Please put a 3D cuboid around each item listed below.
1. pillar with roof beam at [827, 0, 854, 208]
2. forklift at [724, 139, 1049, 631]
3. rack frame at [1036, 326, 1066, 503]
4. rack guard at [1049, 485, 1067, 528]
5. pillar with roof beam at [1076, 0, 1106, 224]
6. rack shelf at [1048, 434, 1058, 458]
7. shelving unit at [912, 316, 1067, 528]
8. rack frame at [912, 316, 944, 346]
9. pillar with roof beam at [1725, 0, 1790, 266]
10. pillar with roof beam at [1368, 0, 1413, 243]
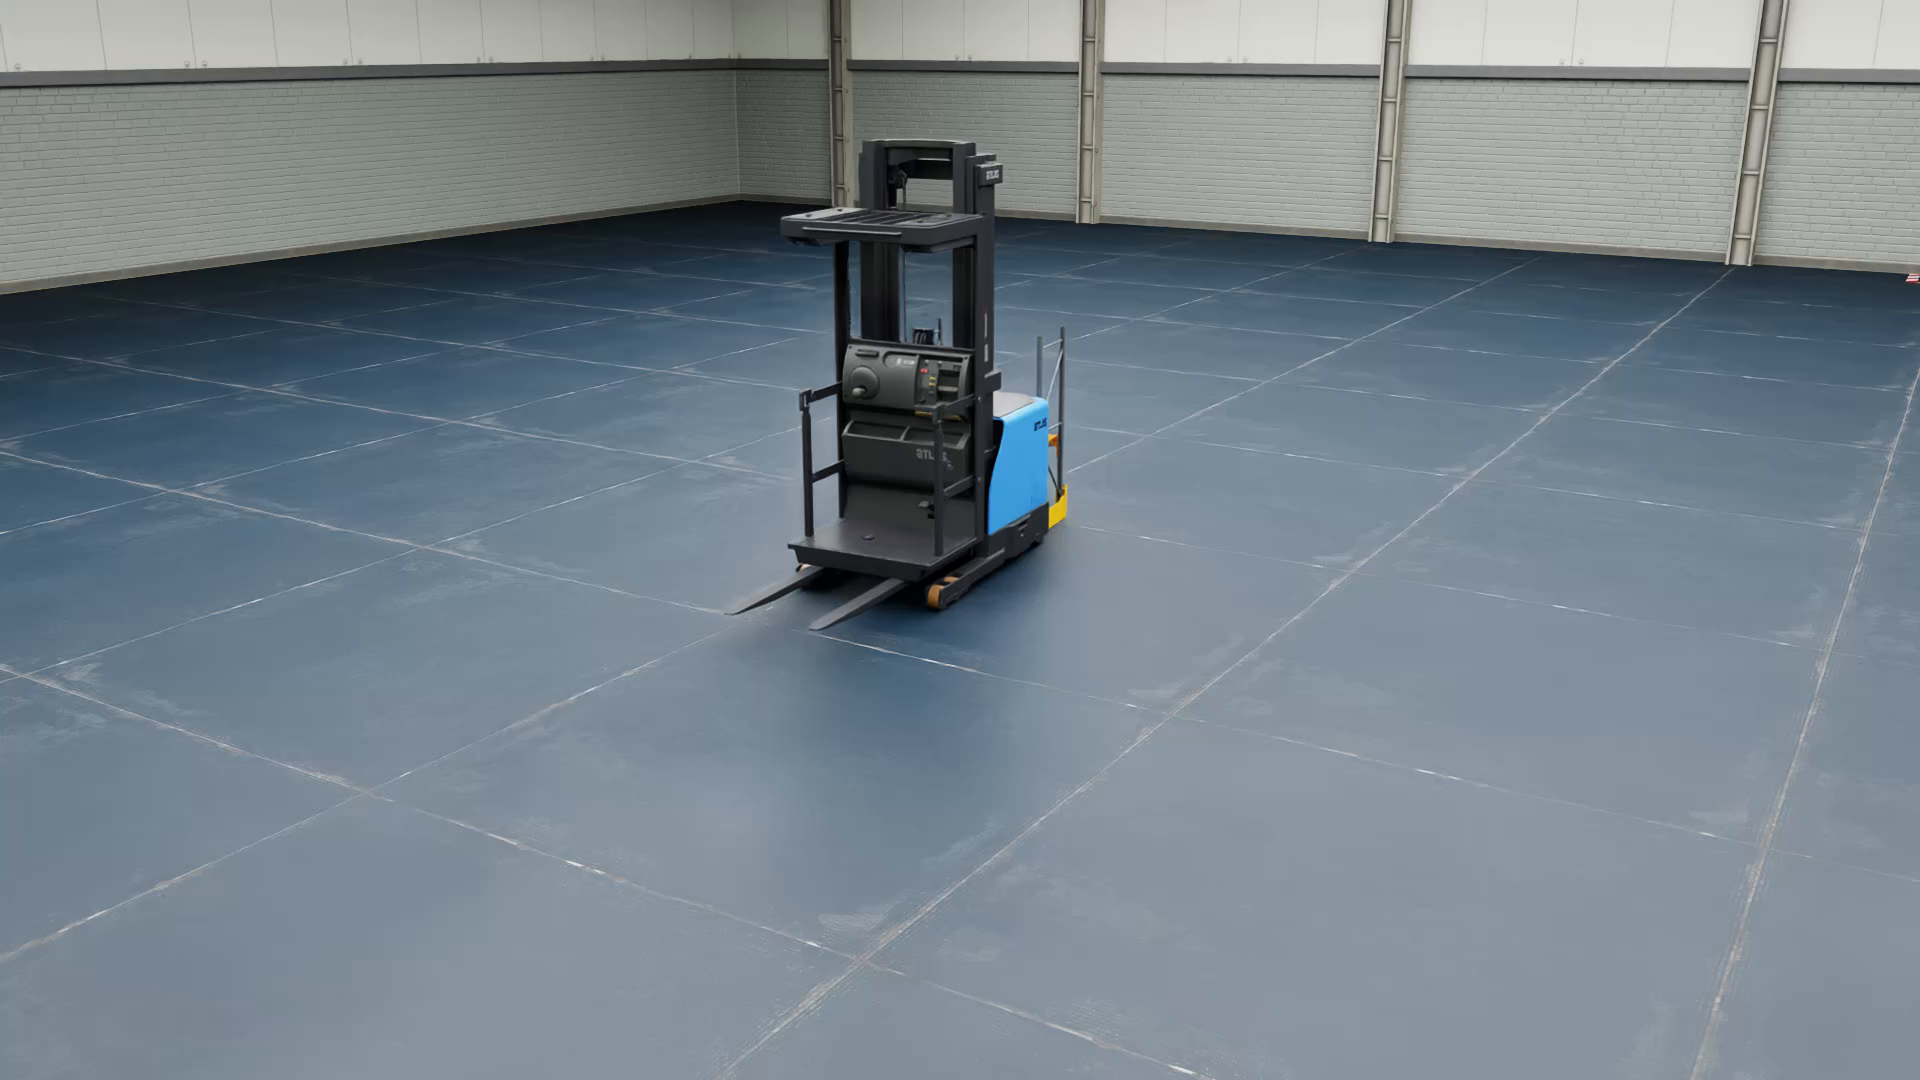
[{"bbox_3d":[-4.804,-10.505,31.481,0.400,9.000,9.100,10,20,30],"label":"pillar with roof beam"},{"bbox_3d":[-0.458,-1.091,10.930,1.130,2.935,3.031,8,19,26],"label":"forklift"},{"bbox_3d":[0.680,-0.832,12.541,0.032,1.500,0.500,8,18,24],"label":"rack frame"},{"bbox_3d":[0.679,-0.235,12.723,0.087,0.250,0.587,8,18,24],"label":"rack guard"},{"bbox_3d":[0.309,-9.592,28.477,0.400,9.000,9.100,10,20,30],"label":"pillar with roof beam"},{"bbox_3d":[0.218,-0.722,12.797,1.000,0.185,0.538,8,18,24],"label":"rack shelf"},{"bbox_3d":[0.226,-0.893,12.741,1.083,1.500,0.587,8,18,24],"label":"shelving unit"},{"bbox_3d":[-0.244,-0.956,12.948,0.032,1.500,0.500,8,18,24],"label":"rack frame"},{"bbox_3d":[10.534,-7.767,22.468,0.400,9.000,9.100,10,20,30],"label":"pillar with roof beam"},{"bbox_3d":[5.422,-8.679,25.472,0.400,9.000,9.100,10,20,30],"label":"pillar with roof beam"}]
